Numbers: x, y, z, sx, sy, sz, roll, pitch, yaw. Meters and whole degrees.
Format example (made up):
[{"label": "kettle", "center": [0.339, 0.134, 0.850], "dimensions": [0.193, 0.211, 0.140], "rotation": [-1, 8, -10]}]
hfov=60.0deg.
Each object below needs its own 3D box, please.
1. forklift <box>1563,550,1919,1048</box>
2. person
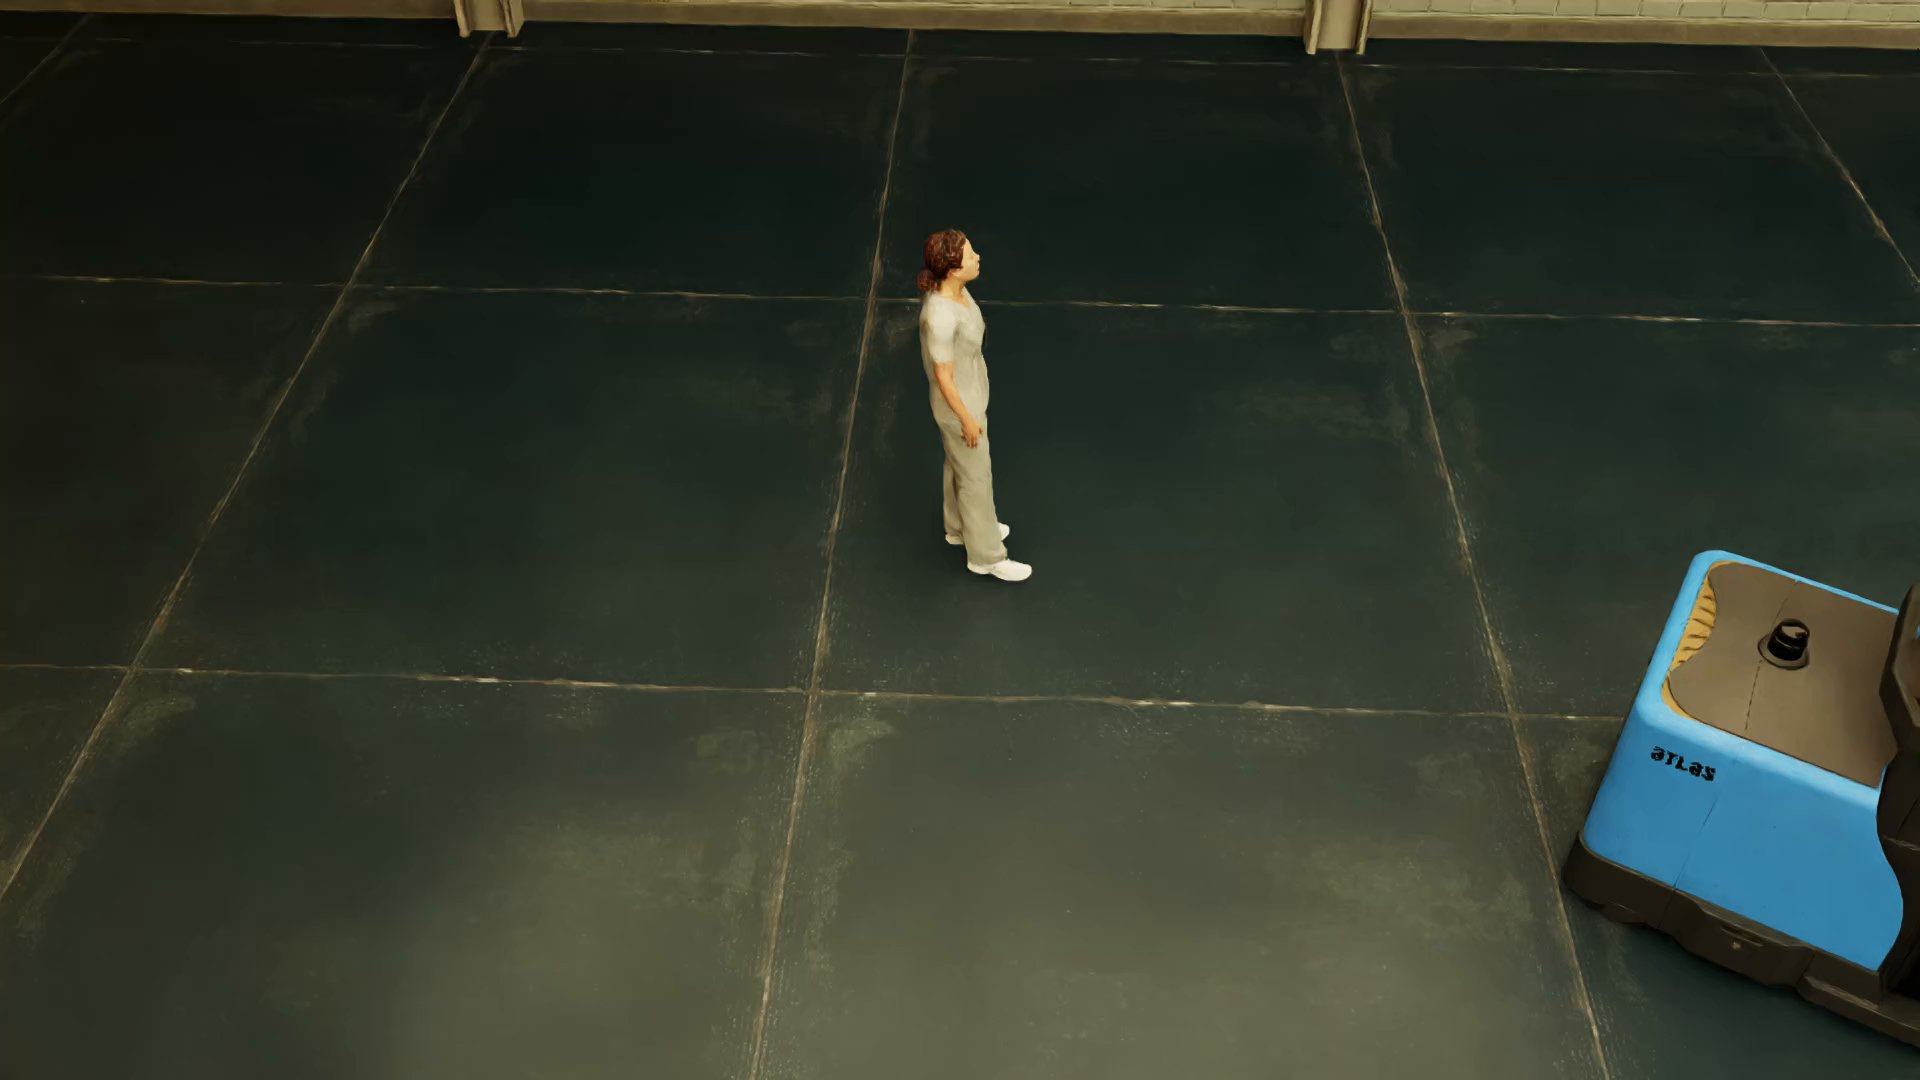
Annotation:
[{"label": "forklift", "center": [3.849, 0.517, 5.176], "dimensions": [3.031, 2.935, 1.130], "rotation": [22, 47, 22]}, {"label": "person", "center": [0.073, -0.613, 7.334], "dimensions": [0.548, 1.674, 0.550], "rotation": [2, 42, 2]}]
